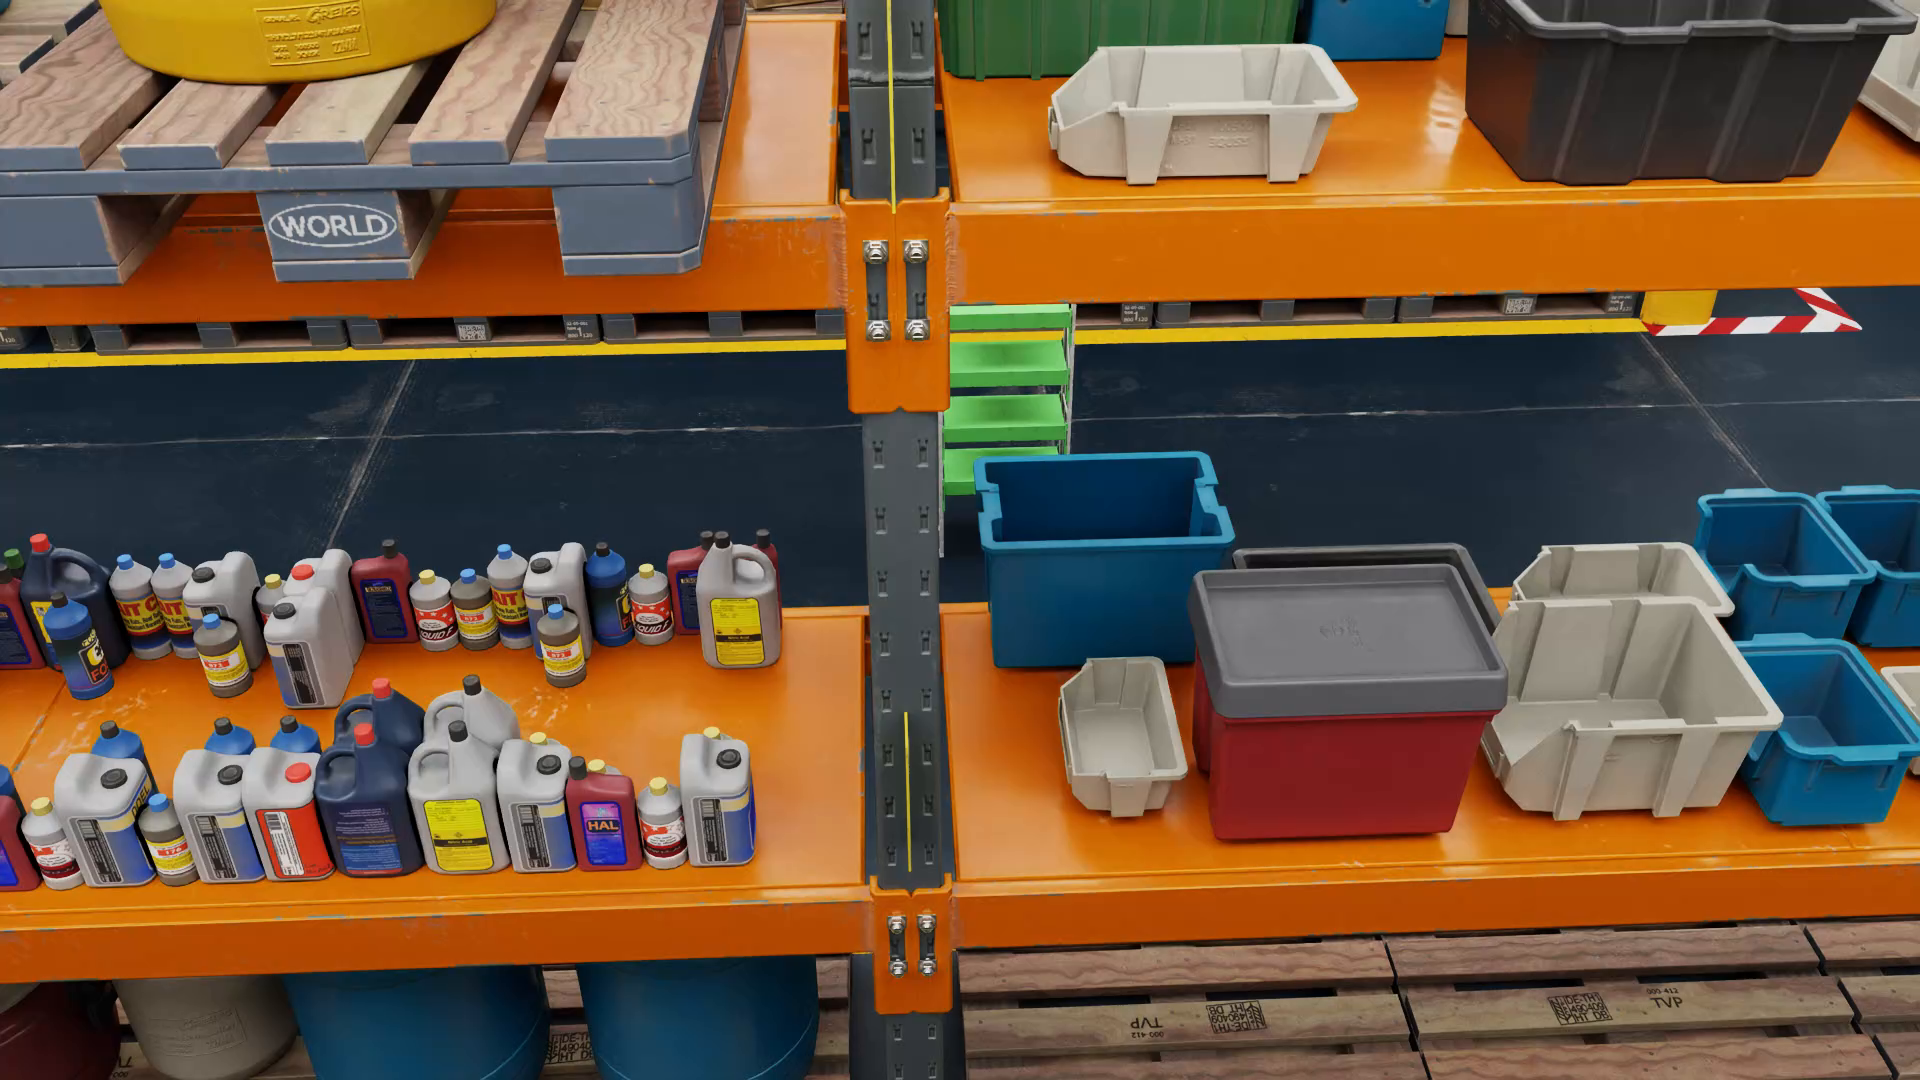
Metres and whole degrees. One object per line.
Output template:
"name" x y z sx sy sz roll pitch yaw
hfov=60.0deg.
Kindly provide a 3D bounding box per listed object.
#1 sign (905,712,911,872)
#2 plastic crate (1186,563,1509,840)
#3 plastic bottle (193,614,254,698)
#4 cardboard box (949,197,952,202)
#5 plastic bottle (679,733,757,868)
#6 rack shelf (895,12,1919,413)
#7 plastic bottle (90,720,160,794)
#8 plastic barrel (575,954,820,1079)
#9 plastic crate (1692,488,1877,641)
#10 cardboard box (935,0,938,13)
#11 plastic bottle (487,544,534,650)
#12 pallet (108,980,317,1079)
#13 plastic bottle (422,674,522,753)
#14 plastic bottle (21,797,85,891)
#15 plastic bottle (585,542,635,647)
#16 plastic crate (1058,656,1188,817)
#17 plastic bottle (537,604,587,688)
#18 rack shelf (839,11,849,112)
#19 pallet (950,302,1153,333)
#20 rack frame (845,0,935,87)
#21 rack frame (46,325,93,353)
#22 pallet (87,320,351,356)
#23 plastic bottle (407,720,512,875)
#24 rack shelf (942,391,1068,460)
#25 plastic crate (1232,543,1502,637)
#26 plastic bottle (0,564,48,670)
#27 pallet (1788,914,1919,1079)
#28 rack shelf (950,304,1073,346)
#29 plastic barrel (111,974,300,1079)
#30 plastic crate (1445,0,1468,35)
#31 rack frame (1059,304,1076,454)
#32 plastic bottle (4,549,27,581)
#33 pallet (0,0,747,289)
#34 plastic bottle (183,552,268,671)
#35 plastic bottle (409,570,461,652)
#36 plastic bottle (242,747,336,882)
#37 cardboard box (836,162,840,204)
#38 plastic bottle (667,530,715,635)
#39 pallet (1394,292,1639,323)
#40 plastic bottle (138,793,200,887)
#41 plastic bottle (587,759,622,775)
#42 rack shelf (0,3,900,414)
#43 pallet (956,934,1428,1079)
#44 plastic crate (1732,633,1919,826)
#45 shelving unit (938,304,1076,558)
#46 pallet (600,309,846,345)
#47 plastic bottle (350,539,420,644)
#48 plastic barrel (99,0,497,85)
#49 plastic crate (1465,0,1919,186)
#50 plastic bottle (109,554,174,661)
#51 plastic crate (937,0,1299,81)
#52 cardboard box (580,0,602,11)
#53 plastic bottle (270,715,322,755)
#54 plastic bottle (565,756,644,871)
"sign" -0.099 0.483 3.173 0.005 0.325 0.100 -2 35 -2
"plastic crate" 0.780 0.352 3.497 0.583 0.464 0.402 -2 35 -2
"plastic bottle" -1.736 0.263 3.908 0.097 0.201 0.097 0 35 0
"cardboard box" 0.075 -1.495 8.251 0.500 0.311 0.500 -2 35 -2
"plastic bottle" -0.502 0.529 3.458 0.135 0.276 0.152 -2 35 -2
"rack shelf" 1.874 -0.707 3.133 4.000 0.370 1.077 -2 35 -2
"plastic bottle" -1.761 0.494 3.513 0.097 0.271 0.097 0 35 0
"plastic barrel" -0.668 0.979 4.174 0.708 0.901 0.600 -2 35 -2
"plastic crate" 1.995 0.084 4.088 0.300 0.233 0.416 -2 35 -2
"cardboard box" 0.133 -2.732 7.974 0.500 0.500 0.500 -1 35 -1
"plastic bottle" -1.087 0.130 4.039 0.097 0.271 0.097 0 35 0
"pallet" -2.118 1.462 4.451 1.213 0.211 1.003 -2 35 -2
"plastic bottle" -1.033 0.433 3.531 0.185 0.351 0.144 -2 35 -2
"plastic bottle" -1.851 0.612 3.404 0.097 0.201 0.097 0 35 0
"plastic bottle" -0.855 0.124 4.048 0.097 0.271 0.097 0 35 0
"plastic crate" 0.348 0.437 3.662 0.243 0.136 0.396 -2 35 -2
"plastic bottle" -0.945 0.242 3.939 0.097 0.201 0.097 0 35 0
"rack shelf" -2.352 -2.182 7.899 4.000 0.370 1.077 -2 35 -2
"pallet" 0.332 -1.403 8.592 1.213 0.211 1.003 -2 35 -2
"rack frame" -0.124 -2.183 1.996 0.127 3.000 1.000 -2 35 -2
"rack frame" -4.350 -2.424 7.617 0.127 3.000 1.000 -2 35 -2
"pallet" -3.602 -1.276 8.408 1.213 0.211 1.003 -2 35 -2
"plastic bottle" -1.026 0.515 3.413 0.185 0.351 0.144 -2 35 -2
"rack shelf" 0.165 -0.445 6.451 0.480 0.148 0.258 -2 35 -2
"plastic crate" 0.982 0.190 4.029 0.590 0.125 0.437 -2 35 -2
"plastic bottle" -2.273 0.182 3.954 0.133 0.283 0.061 -2 35 -2
"pallet" 3.046 1.323 4.653 1.213 0.211 1.003 -2 35 -2
"rack shelf" 0.165 -0.840 6.178 0.480 0.148 0.258 -2 35 -2
"plastic barrel" -1.943 1.123 4.309 0.421 0.512 0.421 0 35 0
"plastic crate" 1.129 -1.092 3.287 0.466 0.136 0.293 -2 35 -2
"rack frame" 0.409 -0.504 6.424 0.015 1.200 0.240 -2 35 -2
"plastic bottle" -2.276 0.147 4.004 0.133 0.283 0.061 -2 35 -2
"pallet" -0.902 -0.795 2.793 1.003 0.211 1.213 -2 35 -2
"plastic bottle" -1.761 0.162 3.989 0.135 0.276 0.152 -2 35 -2
"plastic bottle" -1.281 0.164 4.051 0.097 0.201 0.097 0 35 0
"plastic bottle" -1.371 0.553 3.424 0.135 0.276 0.152 -2 35 -2
"cardboard box" -0.834 -1.508 8.104 0.500 0.500 0.500 -2 35 -2
"plastic bottle" -0.643 0.103 4.068 0.133 0.283 0.061 -2 35 -2
"pallet" 2.769 -1.469 8.687 1.213 0.211 1.003 -2 35 -2
"plastic bottle" -1.620 0.606 3.413 0.097 0.201 0.097 0 35 0
"plastic bottle" -0.753 0.548 3.497 0.097 0.201 0.097 0 35 0
"rack shelf" -2.121 -0.600 2.977 4.000 0.370 1.077 -2 35 -2
"pallet" 0.609 1.389 4.558 1.213 0.211 1.003 -2 35 -2
"plastic crate" 1.833 0.422 3.599 0.300 0.233 0.416 -2 35 -2
"shelving unit" 0.165 -0.498 6.415 0.503 1.200 0.258 -2 35 -2
"pallet" -1.165 -1.342 8.503 1.213 0.211 1.003 -2 35 -2
"plastic bottle" -1.397 0.123 4.038 0.133 0.283 0.061 -2 35 -2
"plastic barrel" -1.026 -1.059 2.475 0.600 0.588 0.600 0 35 0
"plastic crate" 1.130 -0.773 2.710 0.590 0.269 0.497 -2 35 -2
"plastic bottle" -1.975 0.154 4.004 0.097 0.271 0.097 0 35 0
"plastic crate" 0.285 -1.045 3.175 0.662 0.188 0.450 -2 35 -2
"cardboard box" -1.522 -2.805 7.711 0.500 0.500 0.700 4 35 5
"plastic bottle" -1.395 0.484 3.527 0.097 0.271 0.097 0 35 0
"plastic bottle" -0.731 0.559 3.409 0.133 0.283 0.061 -2 35 -2
